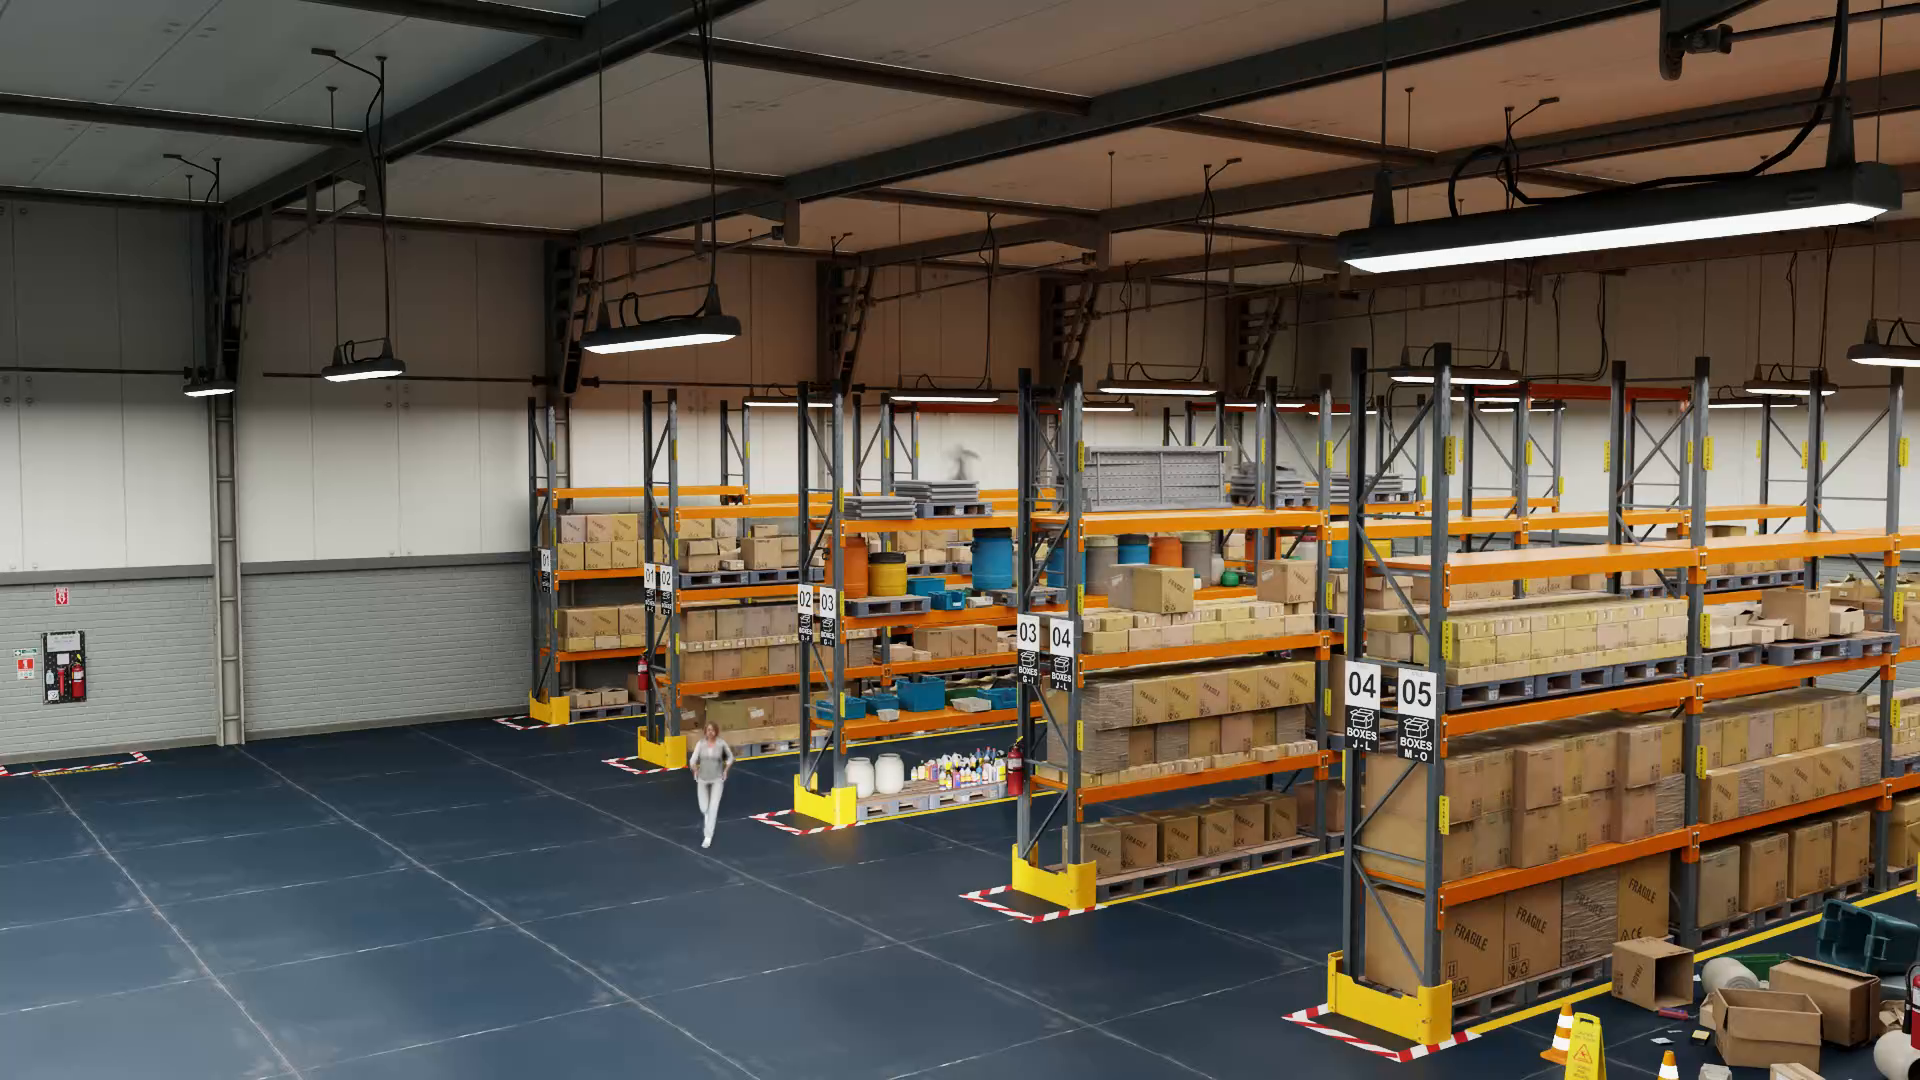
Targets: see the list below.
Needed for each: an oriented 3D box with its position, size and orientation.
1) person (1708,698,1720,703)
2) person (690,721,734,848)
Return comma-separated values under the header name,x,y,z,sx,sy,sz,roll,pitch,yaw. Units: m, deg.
name,x,y,z,sx,sy,sz,roll,pitch,yaw
person,10.255,2.929,22.531,0.749,1.572,0.543,-3,4,-39
person,-3.206,3.122,21.475,0.553,1.583,0.754,0,3,-2
